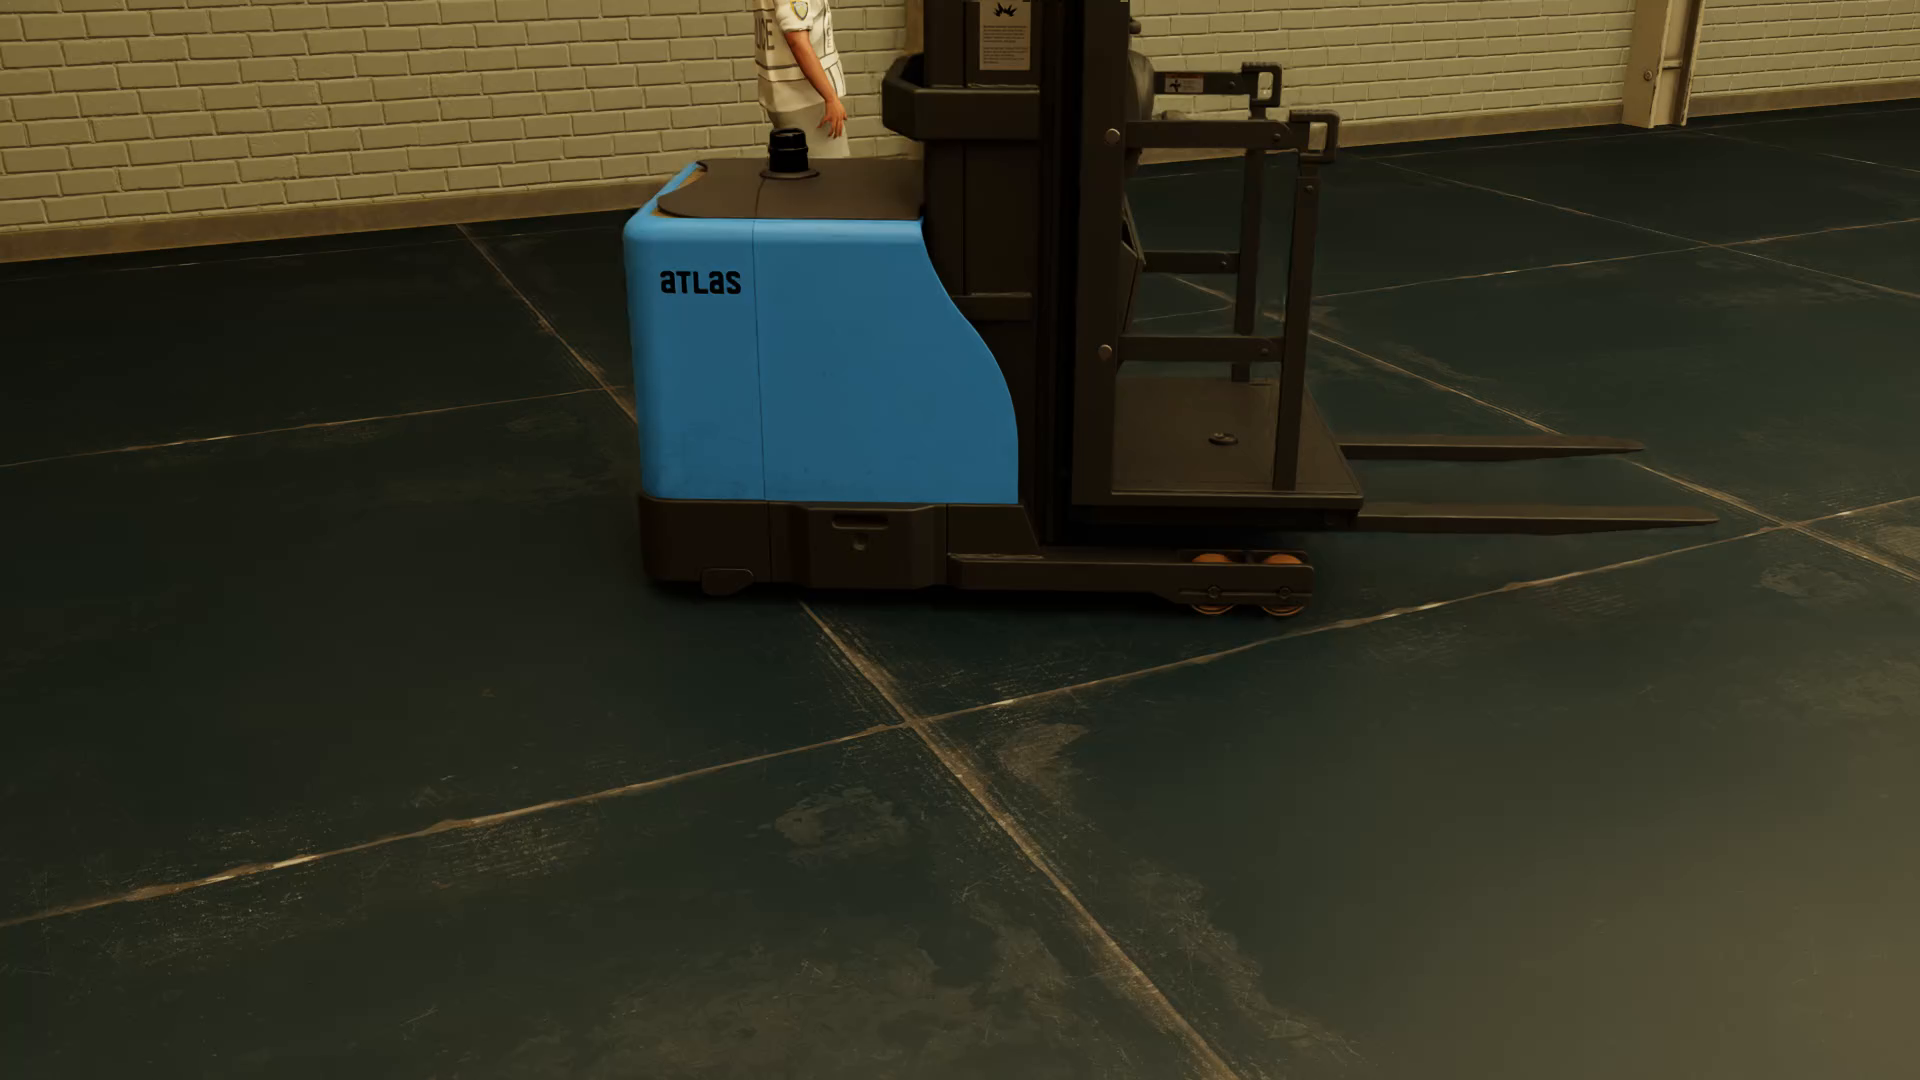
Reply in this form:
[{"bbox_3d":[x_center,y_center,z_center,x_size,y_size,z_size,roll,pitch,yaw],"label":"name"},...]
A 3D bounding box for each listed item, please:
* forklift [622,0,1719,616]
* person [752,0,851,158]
[{"bbox_3d":[0.629,-1.352,4.541,3.031,2.935,1.130,1,23,2],"label":"forklift"},{"bbox_3d":[-0.636,-2.026,7.643,0.576,1.781,0.638,-9,24,-21],"label":"person"}]
